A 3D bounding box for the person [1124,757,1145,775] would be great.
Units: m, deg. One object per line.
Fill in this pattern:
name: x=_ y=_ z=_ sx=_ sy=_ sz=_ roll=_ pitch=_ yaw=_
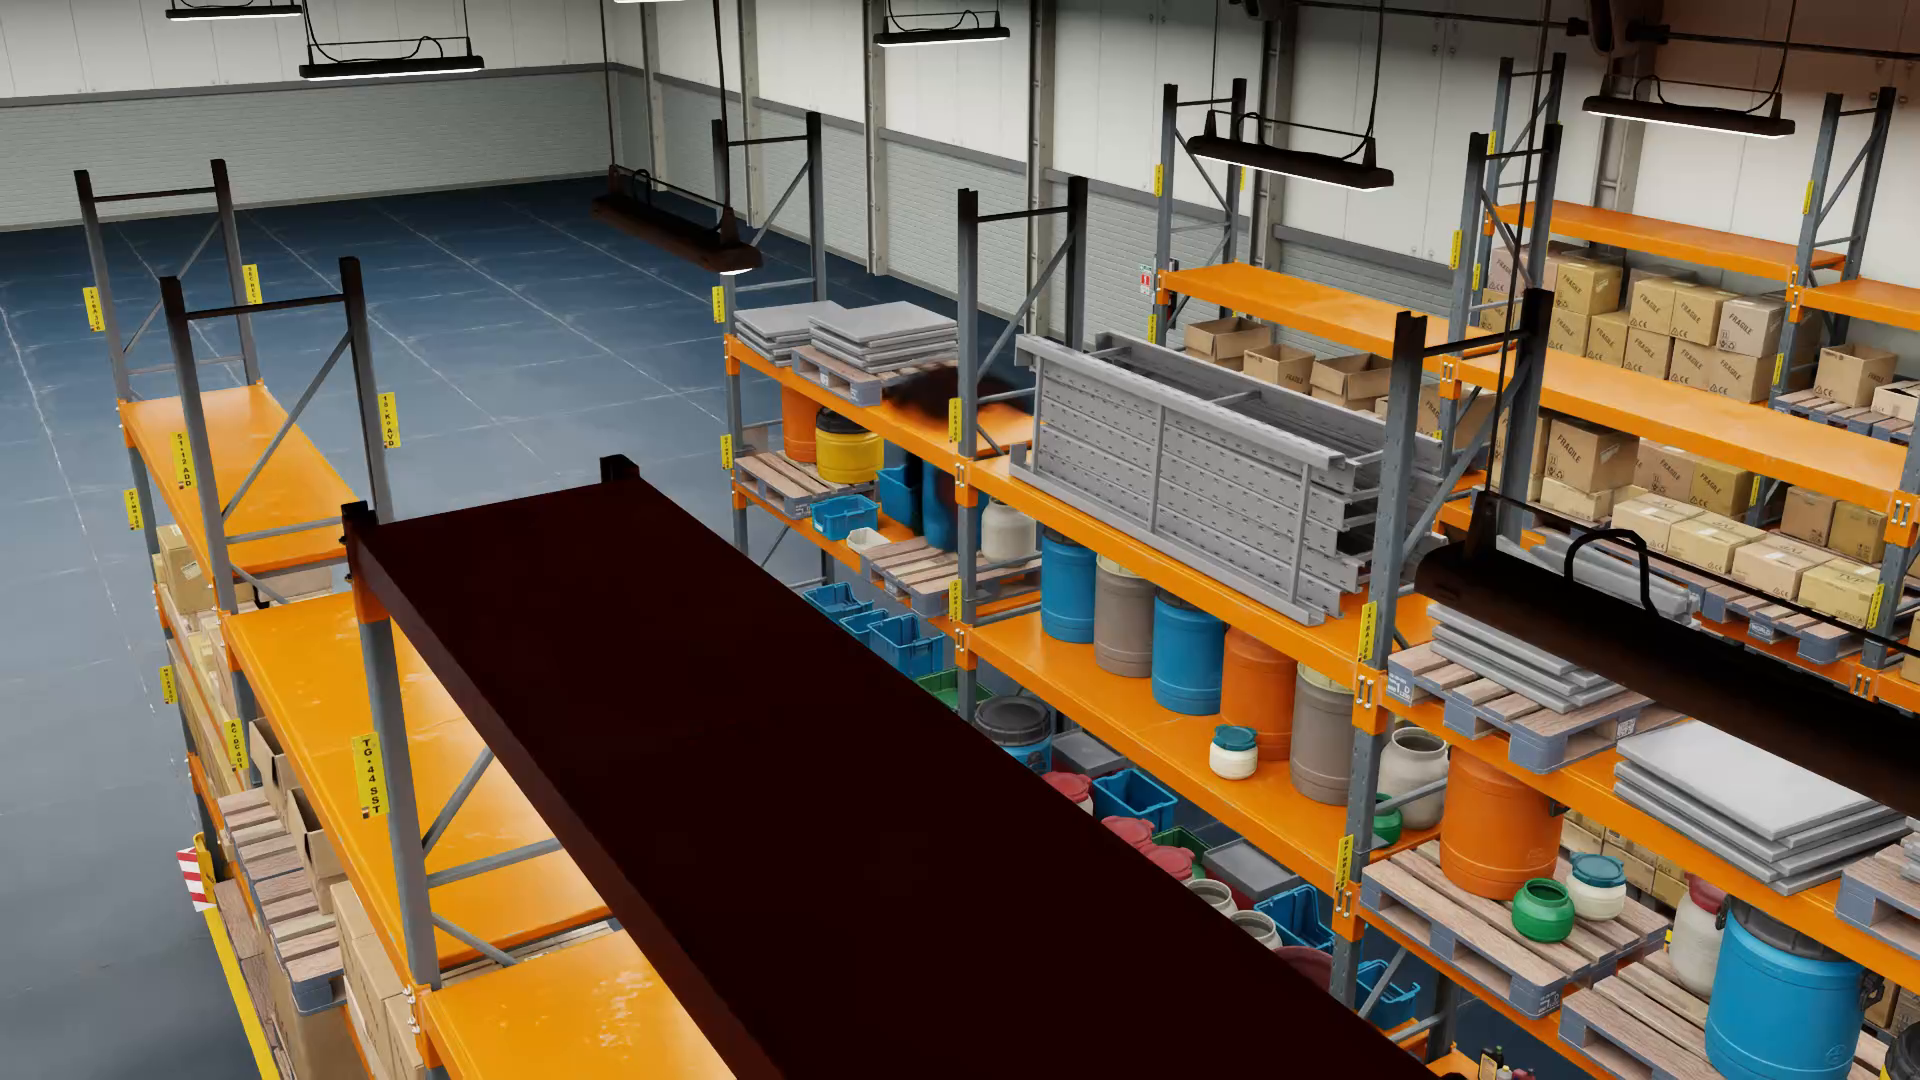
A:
person: x=1.569 y=1.640 z=15.128 sx=0.433 sy=1.575 sz=0.562 roll=5 pitch=22 yaw=12
